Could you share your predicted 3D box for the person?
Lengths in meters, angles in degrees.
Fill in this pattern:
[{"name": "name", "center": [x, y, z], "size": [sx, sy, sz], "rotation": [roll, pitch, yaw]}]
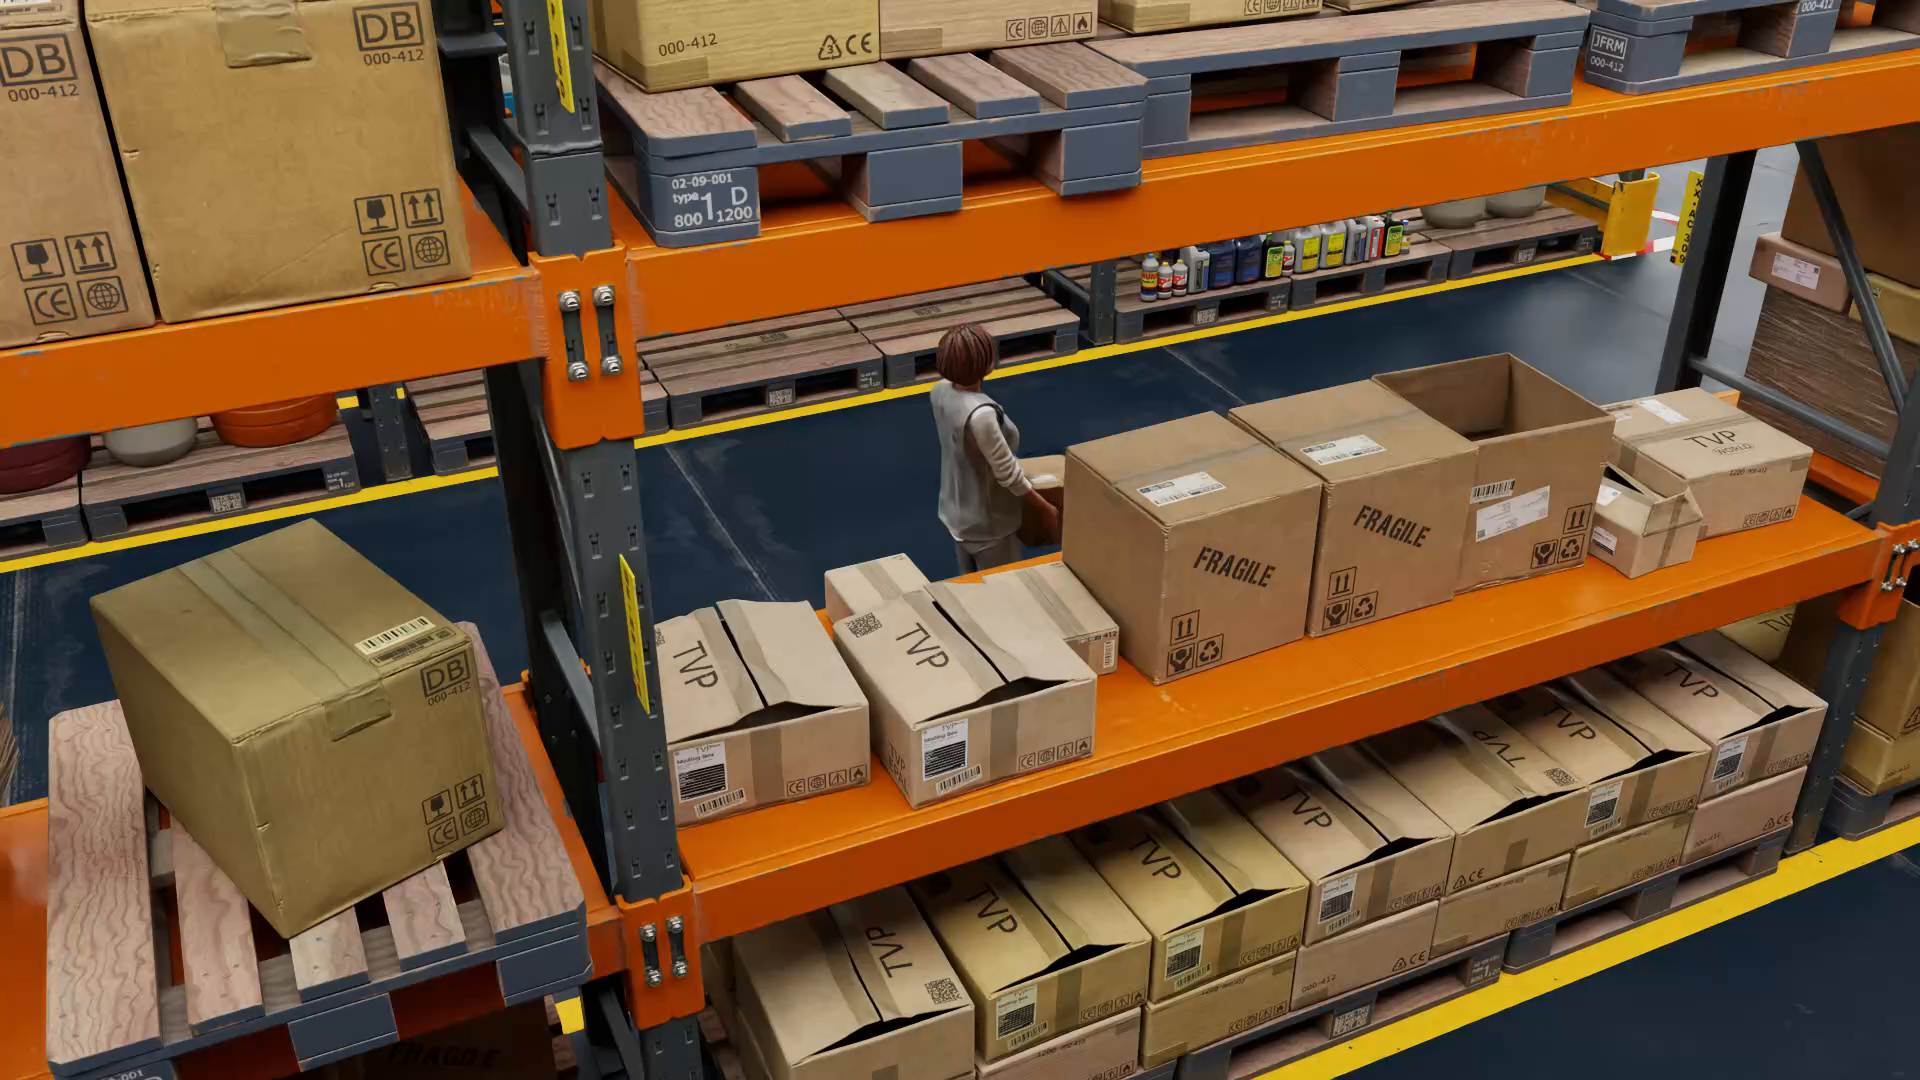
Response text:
[{"name": "person", "center": [0.132, -0.074, 6.259], "size": [0.443, 1.600, 0.456], "rotation": [-13, 32, -21]}]
